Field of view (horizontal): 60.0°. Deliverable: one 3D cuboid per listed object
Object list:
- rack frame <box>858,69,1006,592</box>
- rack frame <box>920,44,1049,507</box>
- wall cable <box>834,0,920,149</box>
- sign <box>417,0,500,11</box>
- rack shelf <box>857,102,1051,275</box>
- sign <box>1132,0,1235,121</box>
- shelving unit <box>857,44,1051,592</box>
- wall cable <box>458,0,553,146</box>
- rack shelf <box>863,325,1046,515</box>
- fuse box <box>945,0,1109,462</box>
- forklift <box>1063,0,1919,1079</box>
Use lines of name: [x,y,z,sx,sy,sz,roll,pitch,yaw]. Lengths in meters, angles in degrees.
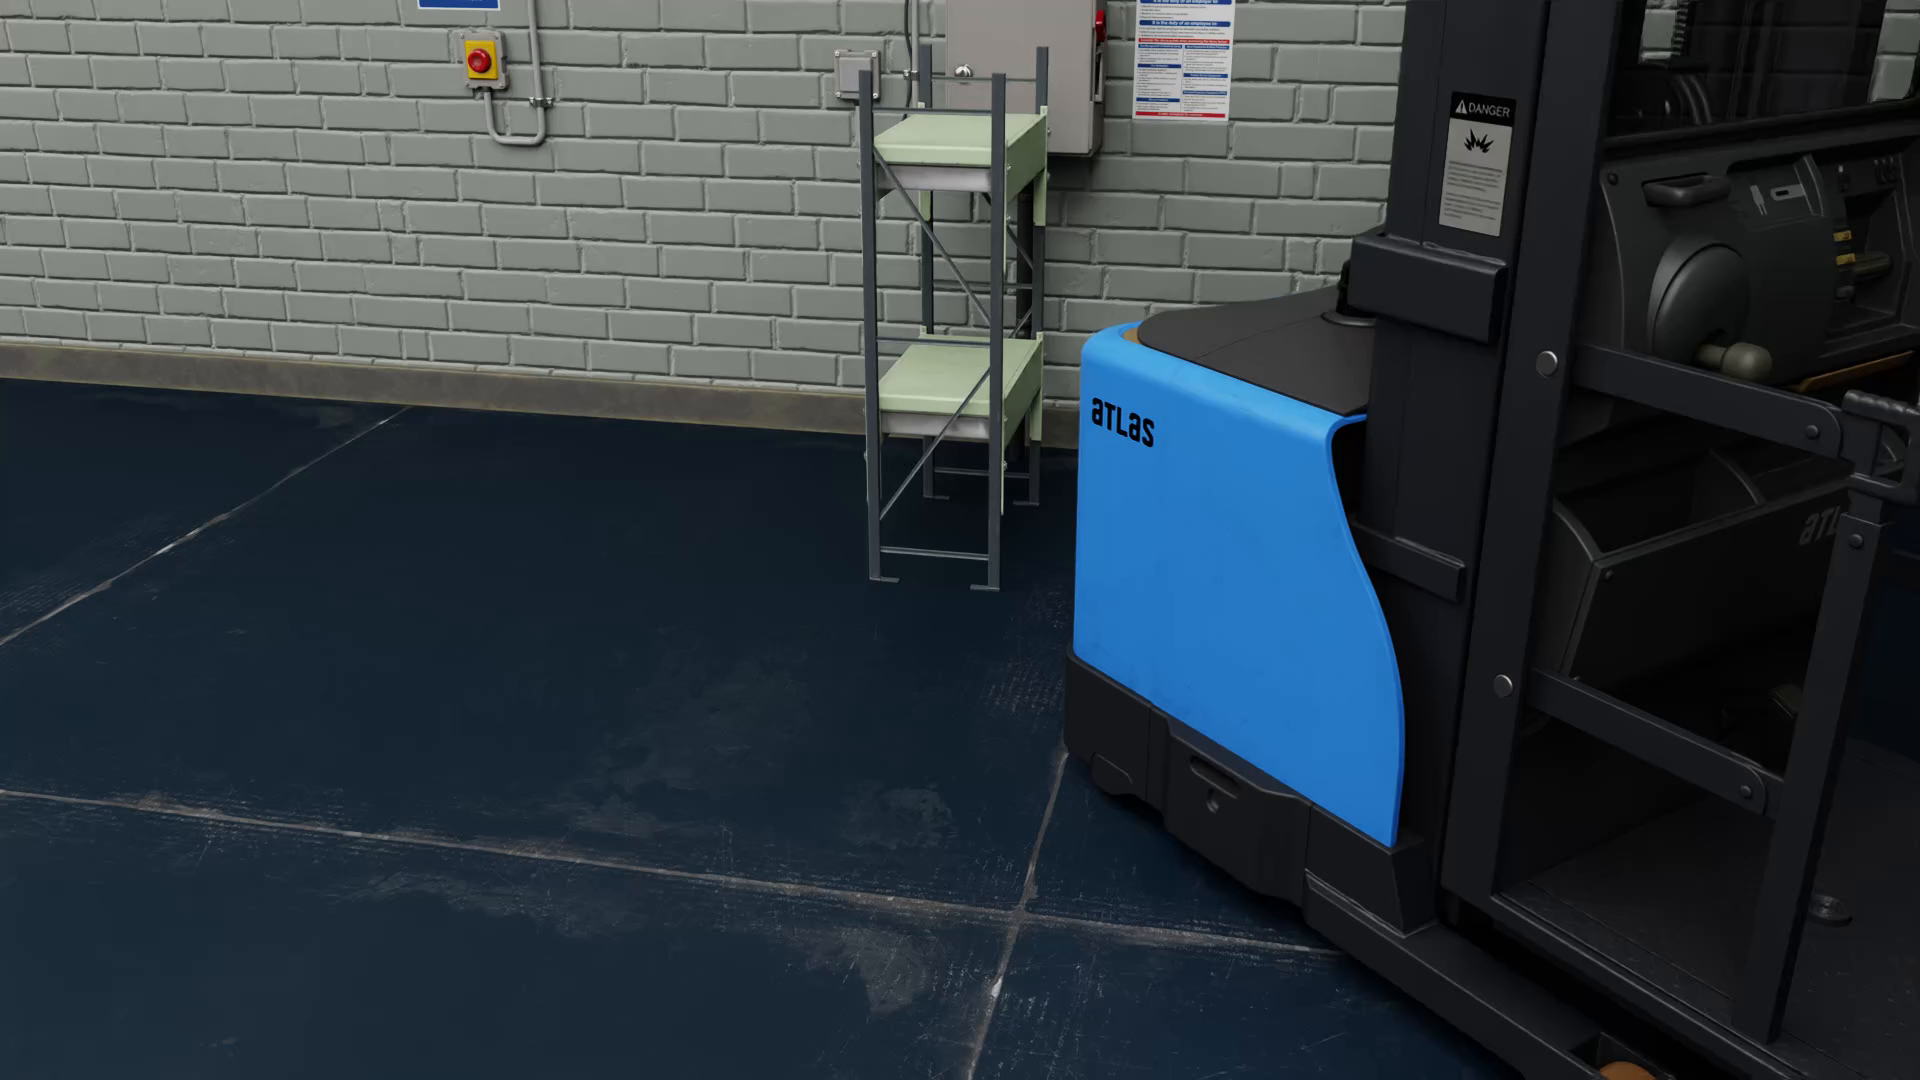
rack frame: [-0.076,-0.559,4.735,0.400,1.500,0.023,4,22,11]
rack frame: [0.073,-0.827,5.400,0.400,1.500,0.023,4,22,11]
wall cable: [-0.407,-2.257,5.583,0.588,1.984,0.122,4,22,11]
sign: [-1.833,-2.041,6.045,0.327,0.218,0.001,4,22,11]
rack shelf: [-0.001,-1.055,4.922,0.431,0.370,0.720,4,22,11]
sign: [0.754,-1.670,5.613,0.329,0.494,0.001,4,22,11]
shelving unit: [-0.001,-0.693,5.067,0.431,1.500,0.755,4,22,11]
wall cable: [-1.798,-2.375,5.835,0.585,1.953,0.123,4,22,11]
rack shelf: [-0.001,-0.391,5.189,0.431,0.370,0.720,4,22,11]
fuse box: [0.228,-1.079,5.741,0.539,1.711,0.414,4,22,11]
forklift: [1.476,-0.460,2.572,1.130,2.935,3.031,-14,26,-31]
